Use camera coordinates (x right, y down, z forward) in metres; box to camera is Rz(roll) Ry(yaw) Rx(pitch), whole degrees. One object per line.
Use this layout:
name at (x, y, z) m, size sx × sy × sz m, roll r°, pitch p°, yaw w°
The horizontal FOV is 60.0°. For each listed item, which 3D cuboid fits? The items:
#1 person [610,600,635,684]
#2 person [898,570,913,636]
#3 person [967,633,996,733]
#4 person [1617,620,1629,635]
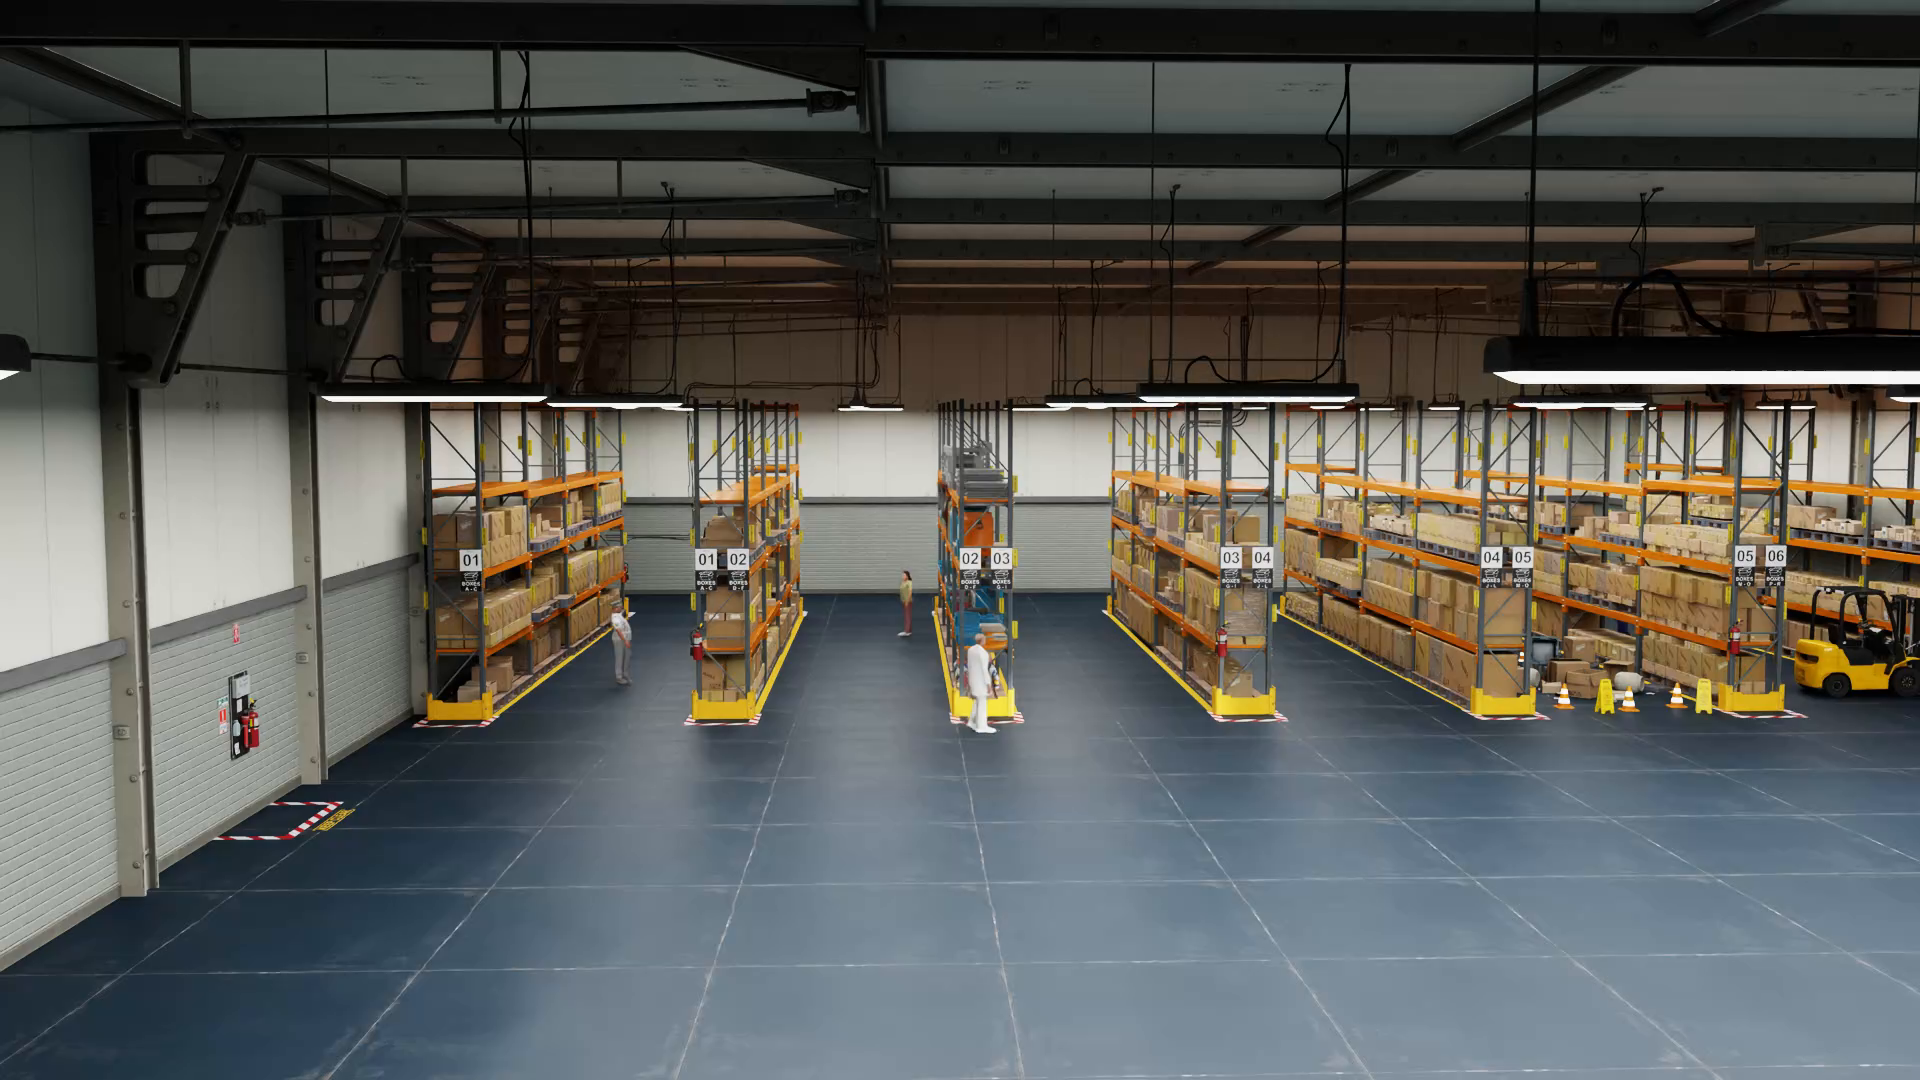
person at (-7.173, 2.179, 35.395) m, size 0.581 × 1.801 × 0.631 m, roll 1°, pitch 5°, yaw 16°
person at (-1.424, 1.625, 42.870) m, size 0.416 × 1.680 × 0.458 m, roll -3°, pitch 5°, yaw -30°
person at (0.375, 2.600, 29.942) m, size 0.420 × 1.859 × 0.697 m, roll -2°, pitch 5°, yaw -26°
person at (17.001, 1.672, 42.755) m, size 0.423 × 1.640 × 0.507 m, roll 2°, pitch 5°, yaw 22°
